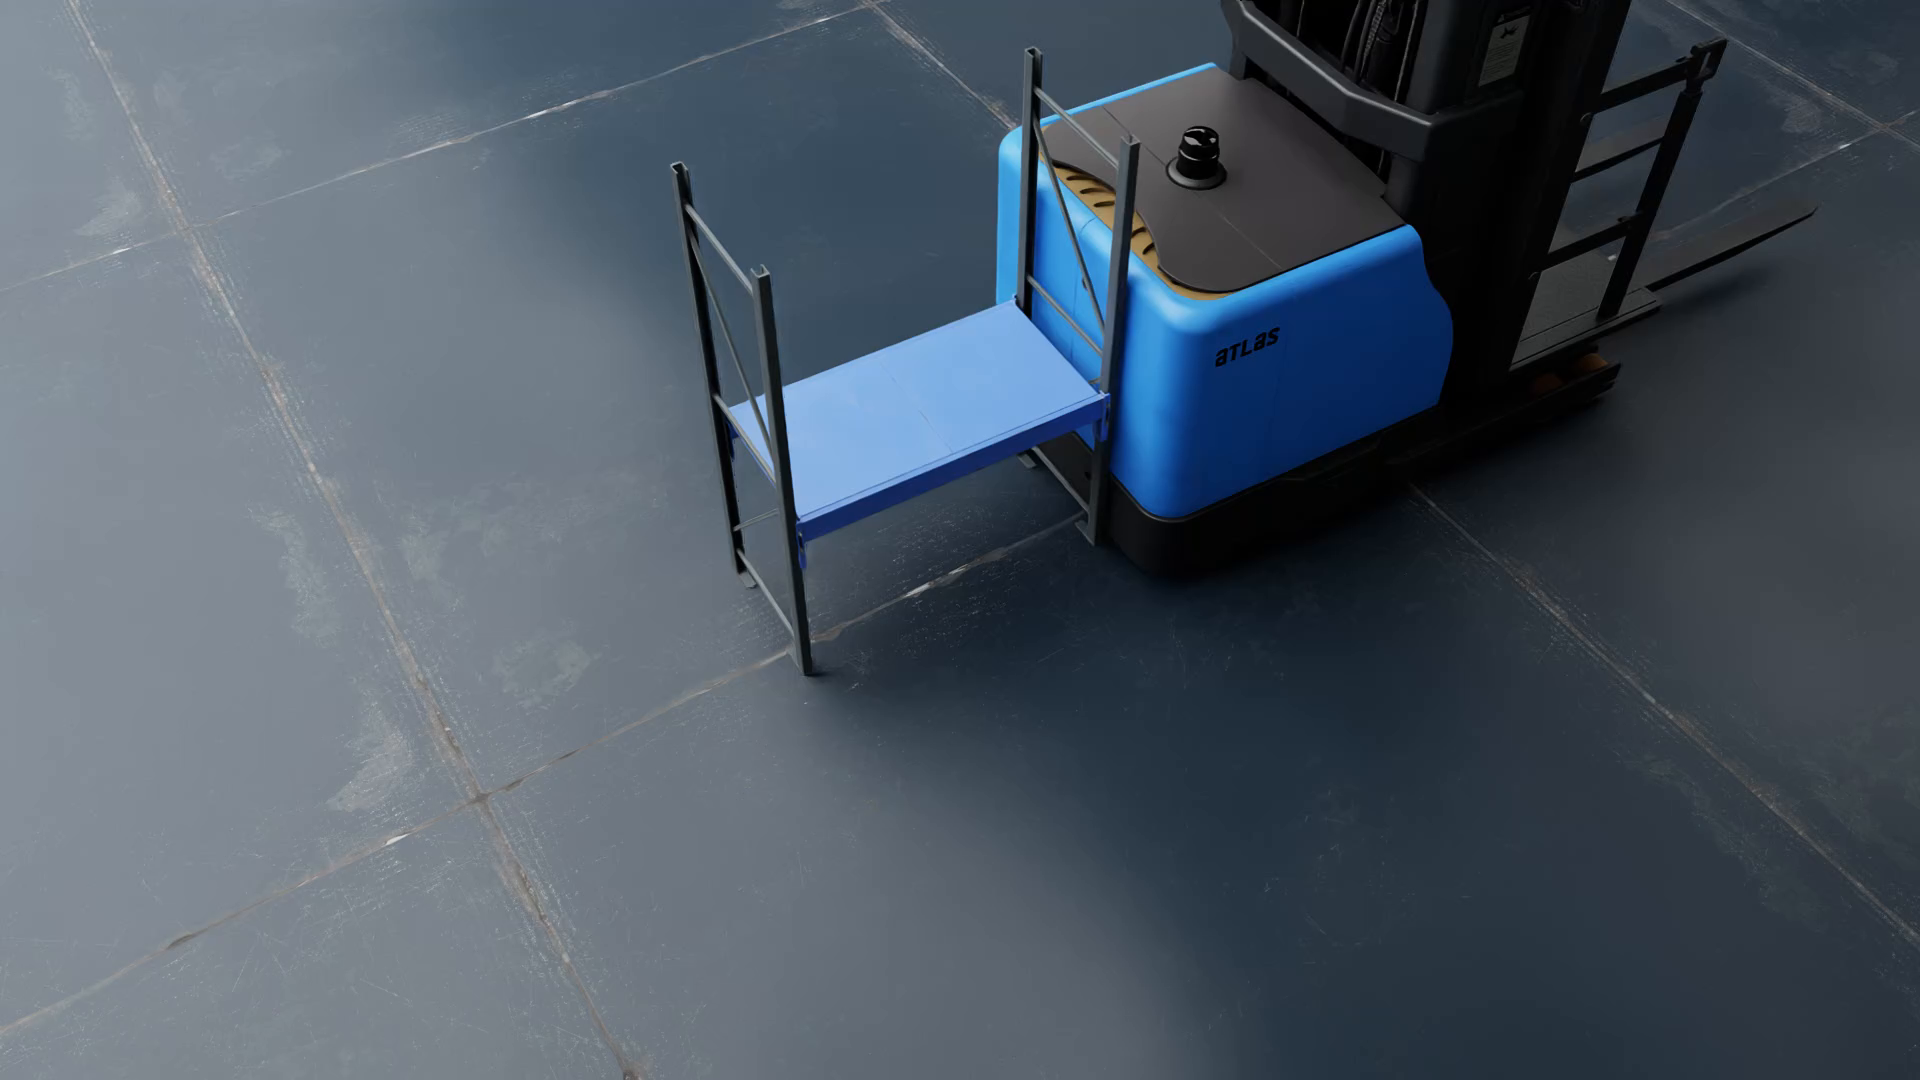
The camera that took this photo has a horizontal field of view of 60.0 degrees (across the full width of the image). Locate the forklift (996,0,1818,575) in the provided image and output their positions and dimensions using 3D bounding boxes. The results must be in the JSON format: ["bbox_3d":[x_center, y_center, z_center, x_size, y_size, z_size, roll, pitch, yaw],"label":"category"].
[{"bbox_3d":[1.636,-1.692,4.794,3.031,2.935,1.130,-23,52,-19],"label":"forklift"}]

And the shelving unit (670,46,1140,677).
[{"bbox_3d":[-0.131,-0.452,4.649,1.048,1.500,0.538,-23,52,-20],"label":"shelving unit"}]

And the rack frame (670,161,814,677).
[{"bbox_3d":[-0.570,-0.262,4.479,0.032,1.500,0.500,-23,52,-20],"label":"rack frame"}]

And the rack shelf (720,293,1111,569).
[{"bbox_3d":[-0.131,-0.333,4.783,1.000,0.185,0.538,-23,52,-20],"label":"rack shelf"}]

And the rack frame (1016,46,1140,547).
[{"bbox_3d":[0.309,-0.643,4.818,0.032,1.500,0.500,-23,52,-20],"label":"rack frame"}]
